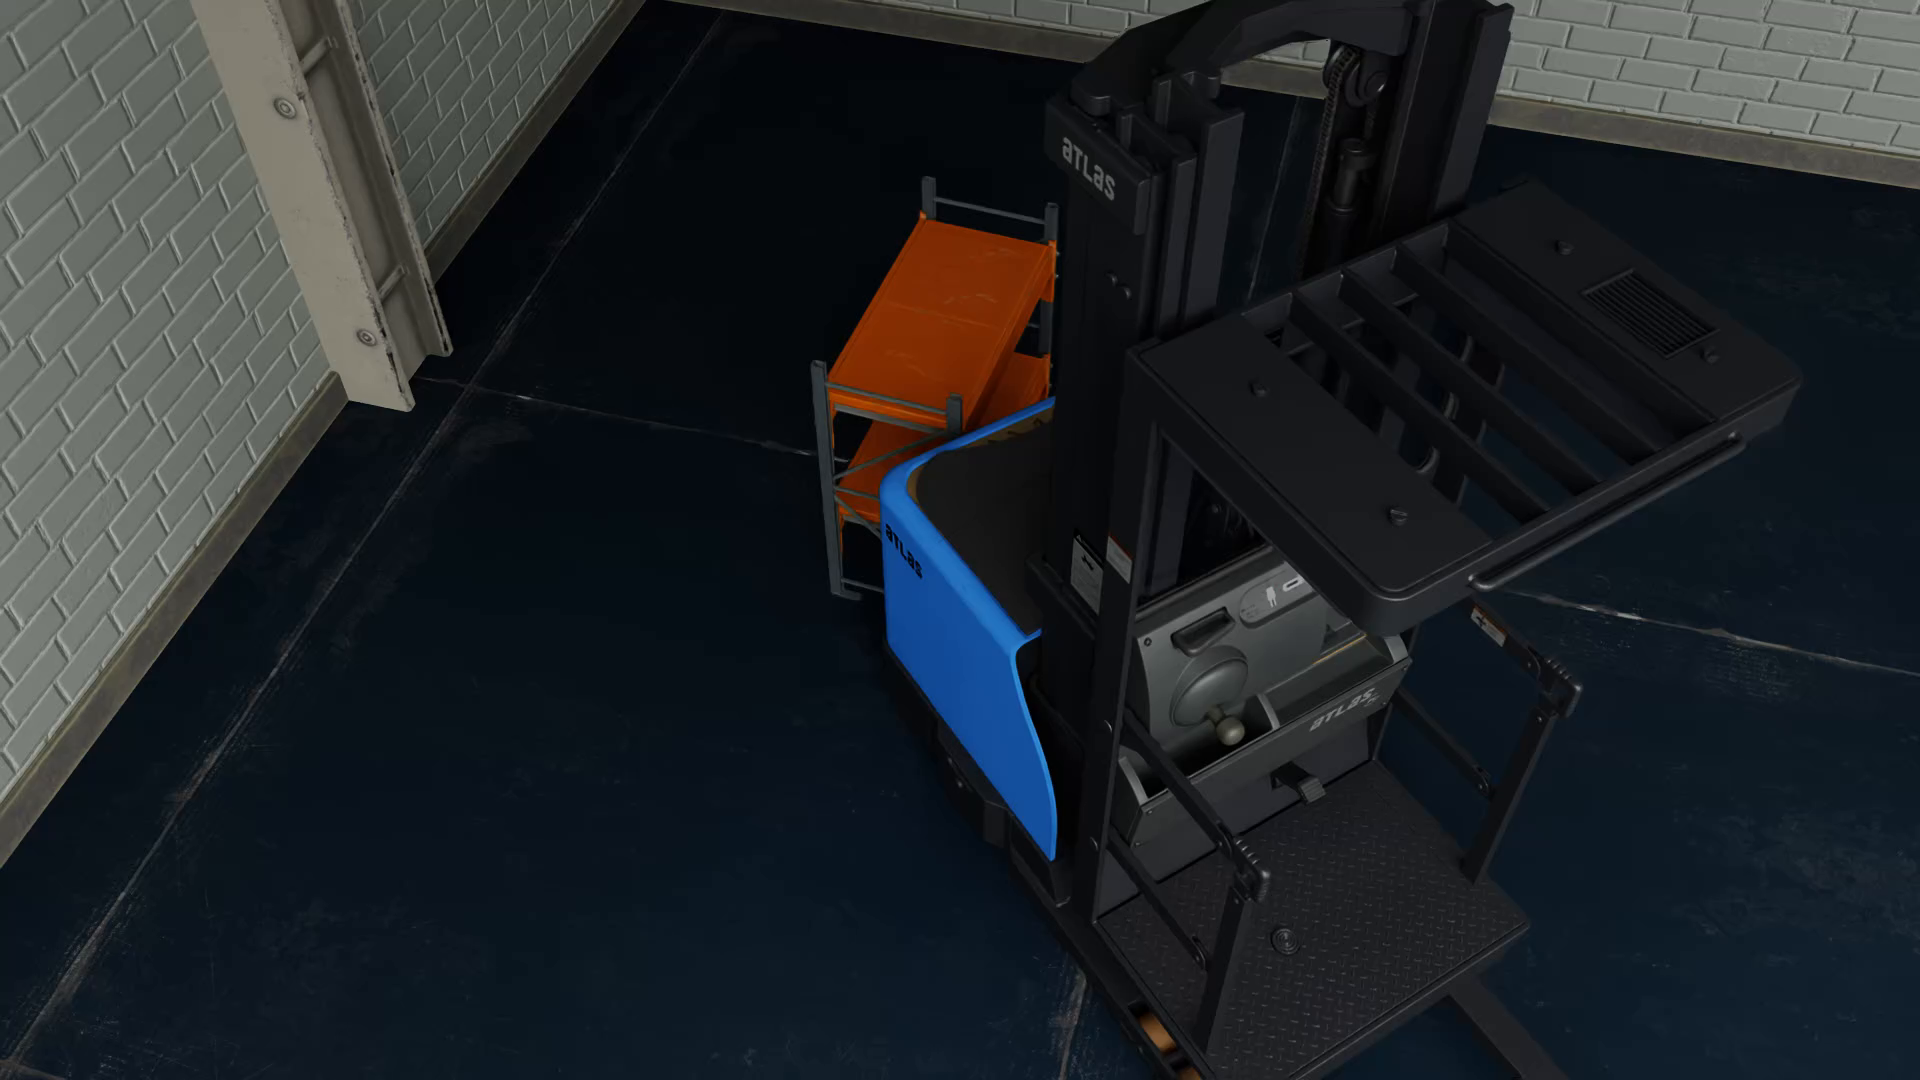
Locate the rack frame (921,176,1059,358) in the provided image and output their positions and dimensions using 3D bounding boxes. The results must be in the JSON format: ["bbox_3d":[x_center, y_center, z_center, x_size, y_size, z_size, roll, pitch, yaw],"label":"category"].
[{"bbox_3d":[0.104,-0.846,6.246,0.500,1.125,0.032,15,50,13],"label":"rack frame"}]

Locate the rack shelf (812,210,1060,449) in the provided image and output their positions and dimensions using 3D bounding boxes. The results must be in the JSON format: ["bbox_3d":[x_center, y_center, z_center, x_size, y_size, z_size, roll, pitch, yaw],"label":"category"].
[{"bbox_3d":[-0.064,-0.680,5.709,0.538,0.278,1.000,15,50,13],"label":"rack shelf"}]

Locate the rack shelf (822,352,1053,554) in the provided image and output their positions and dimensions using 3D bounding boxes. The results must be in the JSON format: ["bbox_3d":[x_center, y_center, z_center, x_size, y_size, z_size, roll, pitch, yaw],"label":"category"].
[{"bbox_3d":[-0.064,-0.324,6.112,0.538,0.278,1.000,15,50,13],"label":"rack shelf"}]

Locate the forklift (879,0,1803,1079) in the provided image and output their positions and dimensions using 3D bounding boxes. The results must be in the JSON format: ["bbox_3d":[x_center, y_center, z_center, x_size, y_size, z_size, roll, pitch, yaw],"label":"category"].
[{"bbox_3d":[0.945,0.286,4.043,1.130,2.935,3.031,-25,53,-21],"label":"forklift"}]

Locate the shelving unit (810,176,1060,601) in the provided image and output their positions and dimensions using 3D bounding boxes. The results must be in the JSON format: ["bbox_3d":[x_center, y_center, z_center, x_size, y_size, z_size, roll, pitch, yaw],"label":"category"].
[{"bbox_3d":[-0.064,-0.486,5.929,0.538,1.125,1.048,15,50,13],"label":"shelving unit"}]

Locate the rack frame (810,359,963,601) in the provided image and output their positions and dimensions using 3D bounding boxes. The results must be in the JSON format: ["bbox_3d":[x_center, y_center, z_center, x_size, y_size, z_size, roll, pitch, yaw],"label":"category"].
[{"bbox_3d":[-0.231,-0.126,5.611,0.500,1.125,0.032,15,50,13],"label":"rack frame"}]

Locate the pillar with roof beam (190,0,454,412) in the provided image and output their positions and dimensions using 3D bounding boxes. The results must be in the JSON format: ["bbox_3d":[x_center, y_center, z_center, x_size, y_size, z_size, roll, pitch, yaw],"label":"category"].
[{"bbox_3d":[1.837,-2.818,2.735,9.100,9.000,0.400,12,50,10],"label":"pillar with roof beam"}]
